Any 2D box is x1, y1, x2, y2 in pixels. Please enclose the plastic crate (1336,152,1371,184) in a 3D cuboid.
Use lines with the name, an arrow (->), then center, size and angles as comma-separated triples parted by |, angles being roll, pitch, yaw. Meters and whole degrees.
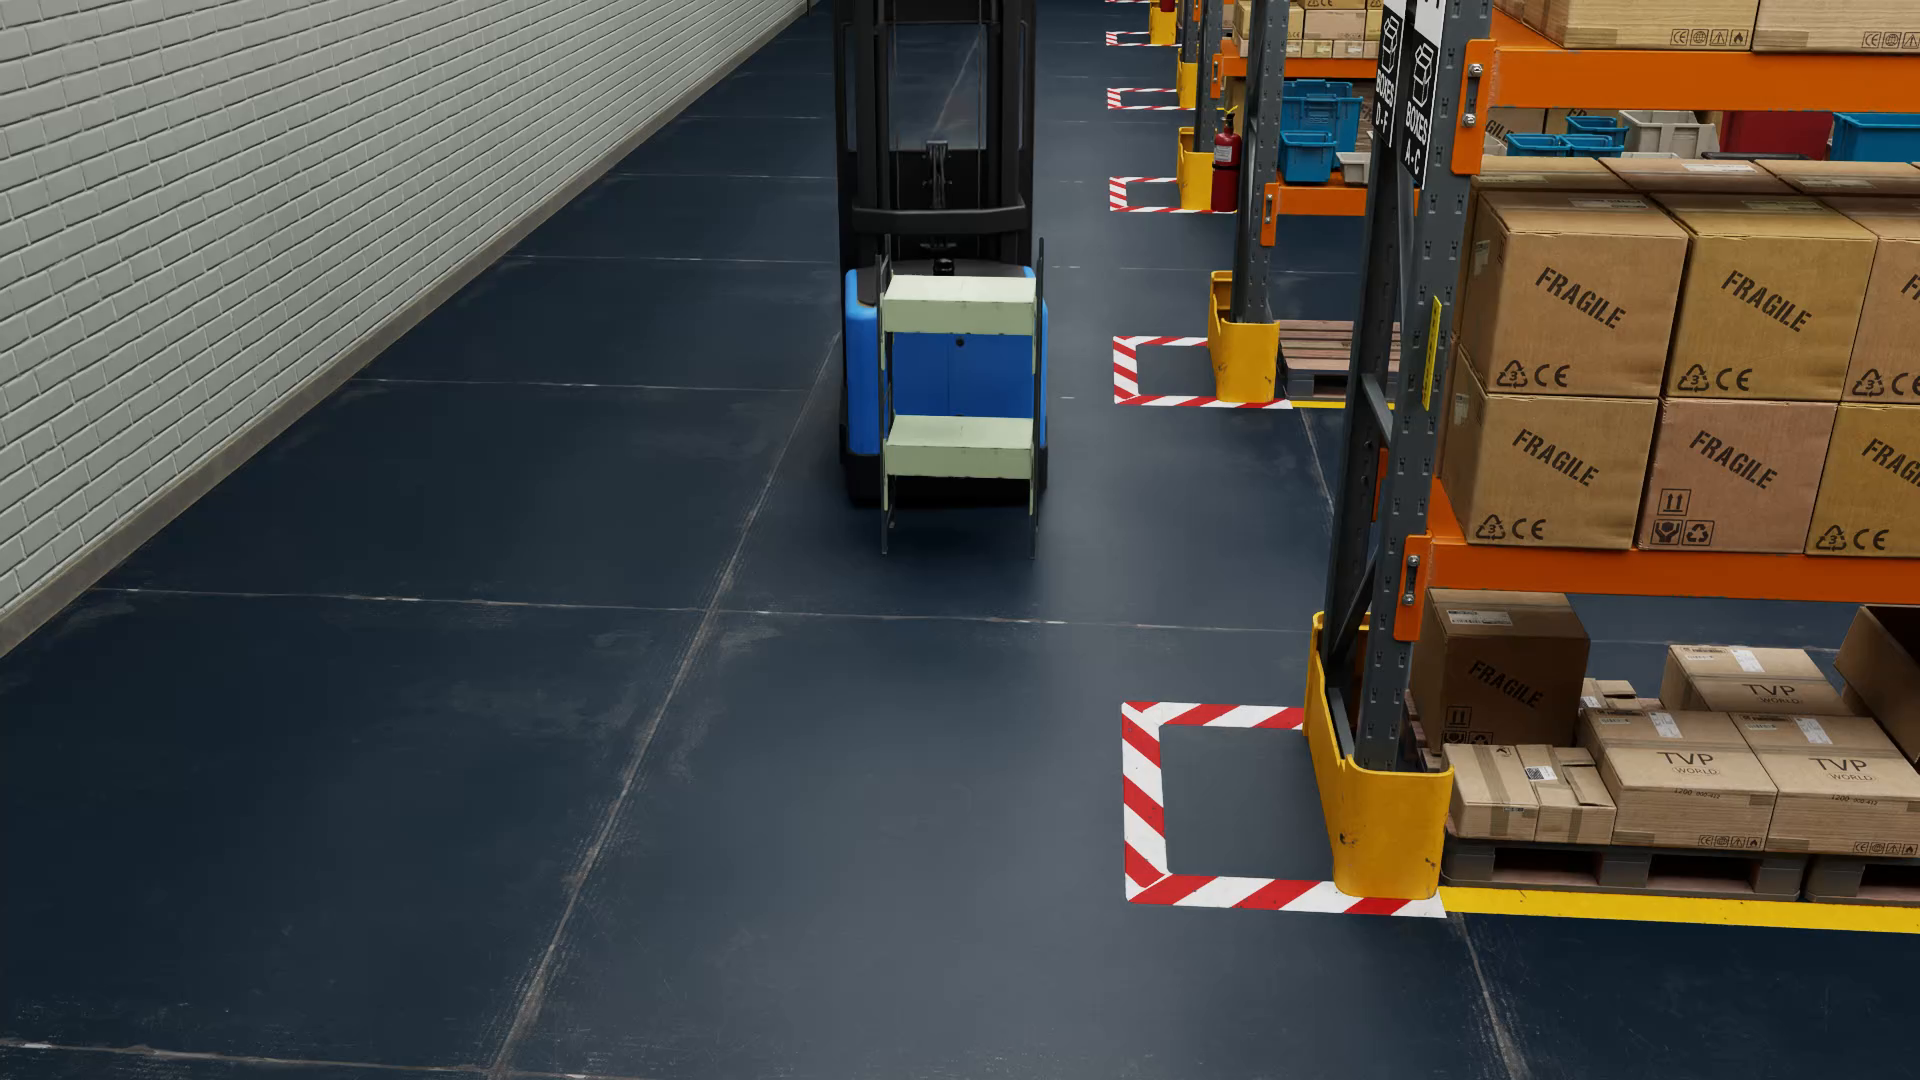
plastic crate -> 2.350, -2.166, 9.703 | 0.298, 0.136, 0.250 | 2, 25, 4

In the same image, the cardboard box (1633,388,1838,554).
cardboard box -> 2.370, -0.291, 5.265 | 0.500, 0.500, 0.500 | 2, 25, 3

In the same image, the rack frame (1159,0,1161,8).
rack frame -> 2.954, -8.643, 23.535 | 0.127, 3.000, 1.000 | 2, 25, 4

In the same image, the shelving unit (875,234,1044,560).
shelving unit -> 0.007, -0.681, 8.027 | 0.755, 1.500, 0.431 | 2, 25, 4

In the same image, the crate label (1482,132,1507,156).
crate label -> 3.210, -2.391, 10.192 | 0.243, 0.136, 0.396 | 2, 25, 4

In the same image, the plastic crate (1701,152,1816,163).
plastic crate -> 4.668, -2.146, 9.674 | 0.590, 0.125, 0.437 | 2, 25, 4

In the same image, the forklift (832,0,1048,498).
forklift -> -0.154, -2.125, 9.453 | 1.130, 2.935, 3.031 | -2, 25, -3

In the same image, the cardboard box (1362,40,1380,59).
cardboard box -> 3.549, -4.217, 14.218 | 0.250, 0.149, 0.380 | 1, 25, 3

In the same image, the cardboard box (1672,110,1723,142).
cardboard box -> 6.823, -3.598, 14.611 | 0.875, 0.875, 1.225 | 2, 25, 4

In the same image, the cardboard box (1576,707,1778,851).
cardboard box -> 2.452, 0.817, 5.740 | 0.500, 0.250, 0.500 | 2, 25, 4

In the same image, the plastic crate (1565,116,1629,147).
plastic crate -> 3.883, -2.441, 10.185 | 0.300, 0.233, 0.416 | 2, 25, 4

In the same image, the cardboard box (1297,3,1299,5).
cardboard box -> 3.204, -4.658, 14.699 | 0.500, 0.250, 0.500 | 1, 25, 3

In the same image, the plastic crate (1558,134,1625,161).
plastic crate -> 3.649, -2.203, 9.667 | 0.300, 0.233, 0.416 | 2, 25, 4

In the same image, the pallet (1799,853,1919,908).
pallet -> 3.517, 0.951, 6.022 | 1.213, 0.211, 1.003 | 2, 25, 4

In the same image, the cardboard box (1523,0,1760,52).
cardboard box -> 1.926, -1.556, 4.725 | 0.500, 0.250, 0.500 | 2, 25, 4

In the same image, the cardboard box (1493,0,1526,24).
cardboard box -> 1.965, -1.772, 5.194 | 0.500, 0.250, 0.500 | 2, 25, 4

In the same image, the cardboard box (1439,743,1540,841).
cardboard box -> 1.824, 0.868, 5.750 | 0.250, 0.149, 0.380 | 2, 25, 4

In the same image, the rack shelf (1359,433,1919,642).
rack shelf -> 3.427, 0.007, 5.598 | 4.000, 0.370, 1.077 | 2, 25, 4

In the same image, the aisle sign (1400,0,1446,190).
aisle sign -> 1.343, -1.445, 4.782 | 0.004, 0.787, 0.394 | 2, 25, 4

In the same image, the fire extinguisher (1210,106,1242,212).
fire extinguisher -> 1.700, -2.438, 10.589 | 0.183, 0.674, 0.296 | 2, 25, 4

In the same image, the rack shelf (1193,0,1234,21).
rack shelf -> 4.670, -6.186, 19.056 | 4.000, 0.370, 1.077 | 2, 25, 4

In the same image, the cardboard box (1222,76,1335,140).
cardboard box -> 2.839, -3.751, 14.943 | 0.875, 0.875, 0.875 | 2, 25, 4

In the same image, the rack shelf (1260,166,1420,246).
rack shelf -> 3.810, -2.057, 10.084 | 4.000, 0.370, 1.077 | 2, 25, 4

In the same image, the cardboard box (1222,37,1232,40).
cardboard box -> 3.223, -5.831, 19.621 | 0.250, 0.149, 0.380 | 2, 25, 5

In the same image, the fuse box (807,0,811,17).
fuse box -> -2.364, -9.099, 26.068 | 0.414, 1.711, 0.539 | 2, 25, 4

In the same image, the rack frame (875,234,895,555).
rack frame -> -0.358, -0.693, 8.052 | 0.023, 1.500, 0.400 | 2, 25, 4

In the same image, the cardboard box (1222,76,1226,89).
cardboard box -> 3.174, -5.322, 19.226 | 0.250, 0.149, 0.380 | 2, 25, 5

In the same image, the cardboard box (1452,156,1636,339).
cardboard box -> 1.898, -0.984, 5.575 | 0.500, 0.500, 0.500 | 2, 25, 4

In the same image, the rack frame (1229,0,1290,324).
rack frame -> 1.816, -2.448, 10.073 | 0.127, 3.000, 1.000 | 2, 25, 4

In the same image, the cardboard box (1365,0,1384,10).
cardboard box -> 3.669, -4.762, 14.028 | 0.500, 0.500, 0.500 | 1, 25, 3

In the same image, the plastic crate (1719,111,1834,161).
plastic crate -> 4.933, -2.510, 10.058 | 0.583, 0.464, 0.402 | 2, 25, 4

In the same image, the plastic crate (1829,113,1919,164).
plastic crate -> 5.313, -2.213, 9.509 | 0.575, 0.384, 0.392 | 2, 25, 4

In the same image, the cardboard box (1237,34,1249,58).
cardboard box -> 2.524, -4.250, 14.288 | 0.250, 0.149, 0.380 | 2, 25, 5

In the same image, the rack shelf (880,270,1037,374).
rack shelf -> 0.007, -1.036, 7.863 | 0.720, 0.370, 0.431 | 2, 25, 4

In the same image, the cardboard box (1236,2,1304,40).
cardboard box -> 2.653, -4.452, 14.250 | 0.500, 0.250, 0.500 | 1, 25, 3

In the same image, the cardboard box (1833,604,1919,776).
cardboard box -> 3.548, 0.620, 5.864 | 0.637, 0.503, 0.797 | 2, 25, 4

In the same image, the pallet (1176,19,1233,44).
pallet -> 3.757, -7.383, 24.133 | 1.213, 0.211, 1.003 | 2, 25, 4

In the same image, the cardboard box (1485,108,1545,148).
cardboard box -> 4.634, -3.693, 14.818 | 0.875, 0.875, 0.875 | 2, 25, 4

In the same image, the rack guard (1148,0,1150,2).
rack guard -> 3.406, -9.574, 28.549 | 0.348, 0.500, 1.175 | 2, 25, 4

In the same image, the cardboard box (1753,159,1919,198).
cardboard box -> 2.919, -0.953, 5.508 | 0.500, 0.500, 0.500 | 3, 25, 5

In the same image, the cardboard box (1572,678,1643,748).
cardboard box -> 2.391, 0.669, 6.162 | 0.250, 0.166, 0.380 | 2, 25, 4

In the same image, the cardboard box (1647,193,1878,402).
cardboard box -> 2.377, -0.746, 5.057 | 0.500, 0.500, 0.500 | 2, 25, 5

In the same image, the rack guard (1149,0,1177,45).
rack guard -> 2.930, -7.508, 24.059 | 0.348, 0.500, 1.175 | 2, 25, 4

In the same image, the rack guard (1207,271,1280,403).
rack guard -> 1.791, -1.308, 10.585 | 0.348, 0.500, 1.175 | 2, 25, 4

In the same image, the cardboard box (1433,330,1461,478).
cardboard box -> 1.900, -0.528, 5.781 | 0.500, 0.500, 0.500 | 3, 25, 6

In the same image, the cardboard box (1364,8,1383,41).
cardboard box -> 3.673, -4.420, 14.182 | 0.500, 0.250, 0.500 | 1, 25, 2

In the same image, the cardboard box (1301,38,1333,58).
cardboard box -> 3.035, -4.234, 14.254 | 0.250, 0.149, 0.380 | 1, 25, 3

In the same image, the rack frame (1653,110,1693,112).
rack frame -> 6.183, -4.385, 14.281 | 0.127, 3.000, 1.000 | 2, 25, 4
